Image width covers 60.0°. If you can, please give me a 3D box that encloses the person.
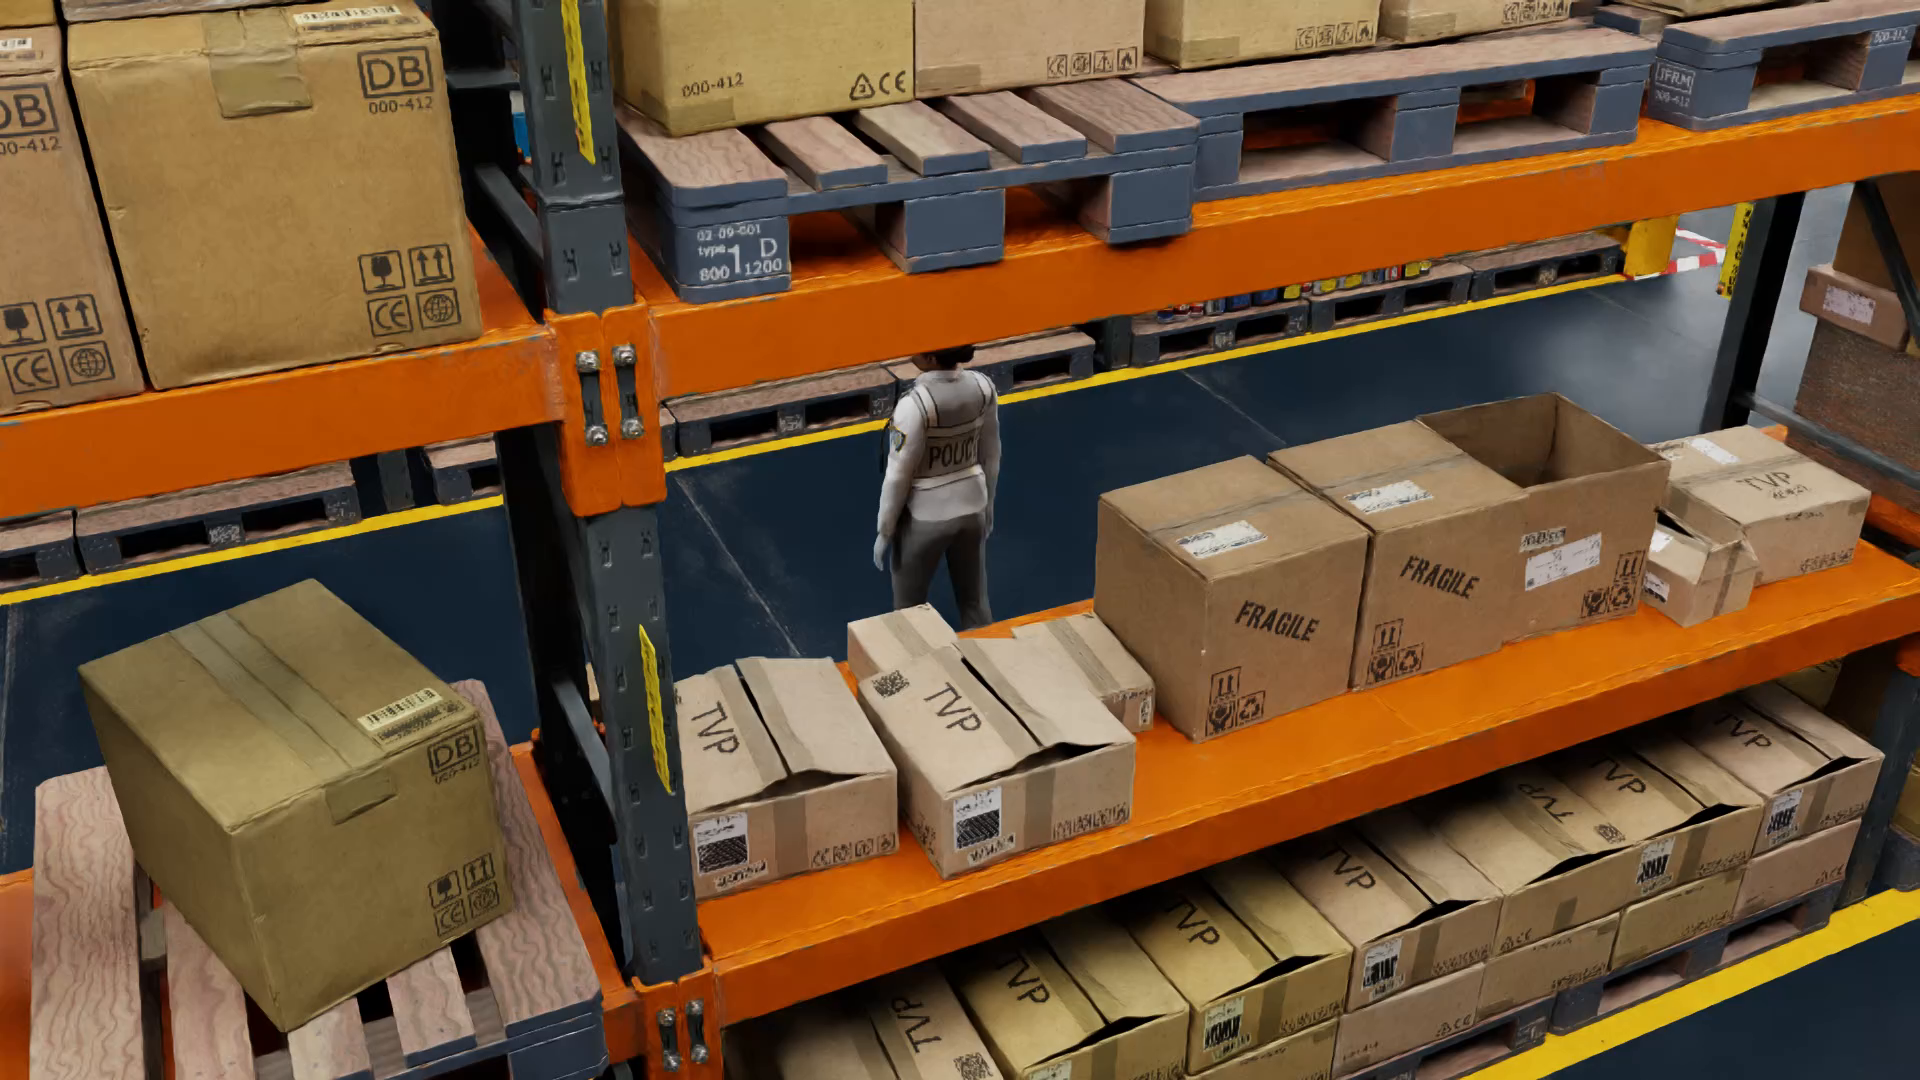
[{"bbox_3d":[-0.100,-0.094,6.232,0.553,1.672,0.489,-21,36,-33],"label":"person"}]
